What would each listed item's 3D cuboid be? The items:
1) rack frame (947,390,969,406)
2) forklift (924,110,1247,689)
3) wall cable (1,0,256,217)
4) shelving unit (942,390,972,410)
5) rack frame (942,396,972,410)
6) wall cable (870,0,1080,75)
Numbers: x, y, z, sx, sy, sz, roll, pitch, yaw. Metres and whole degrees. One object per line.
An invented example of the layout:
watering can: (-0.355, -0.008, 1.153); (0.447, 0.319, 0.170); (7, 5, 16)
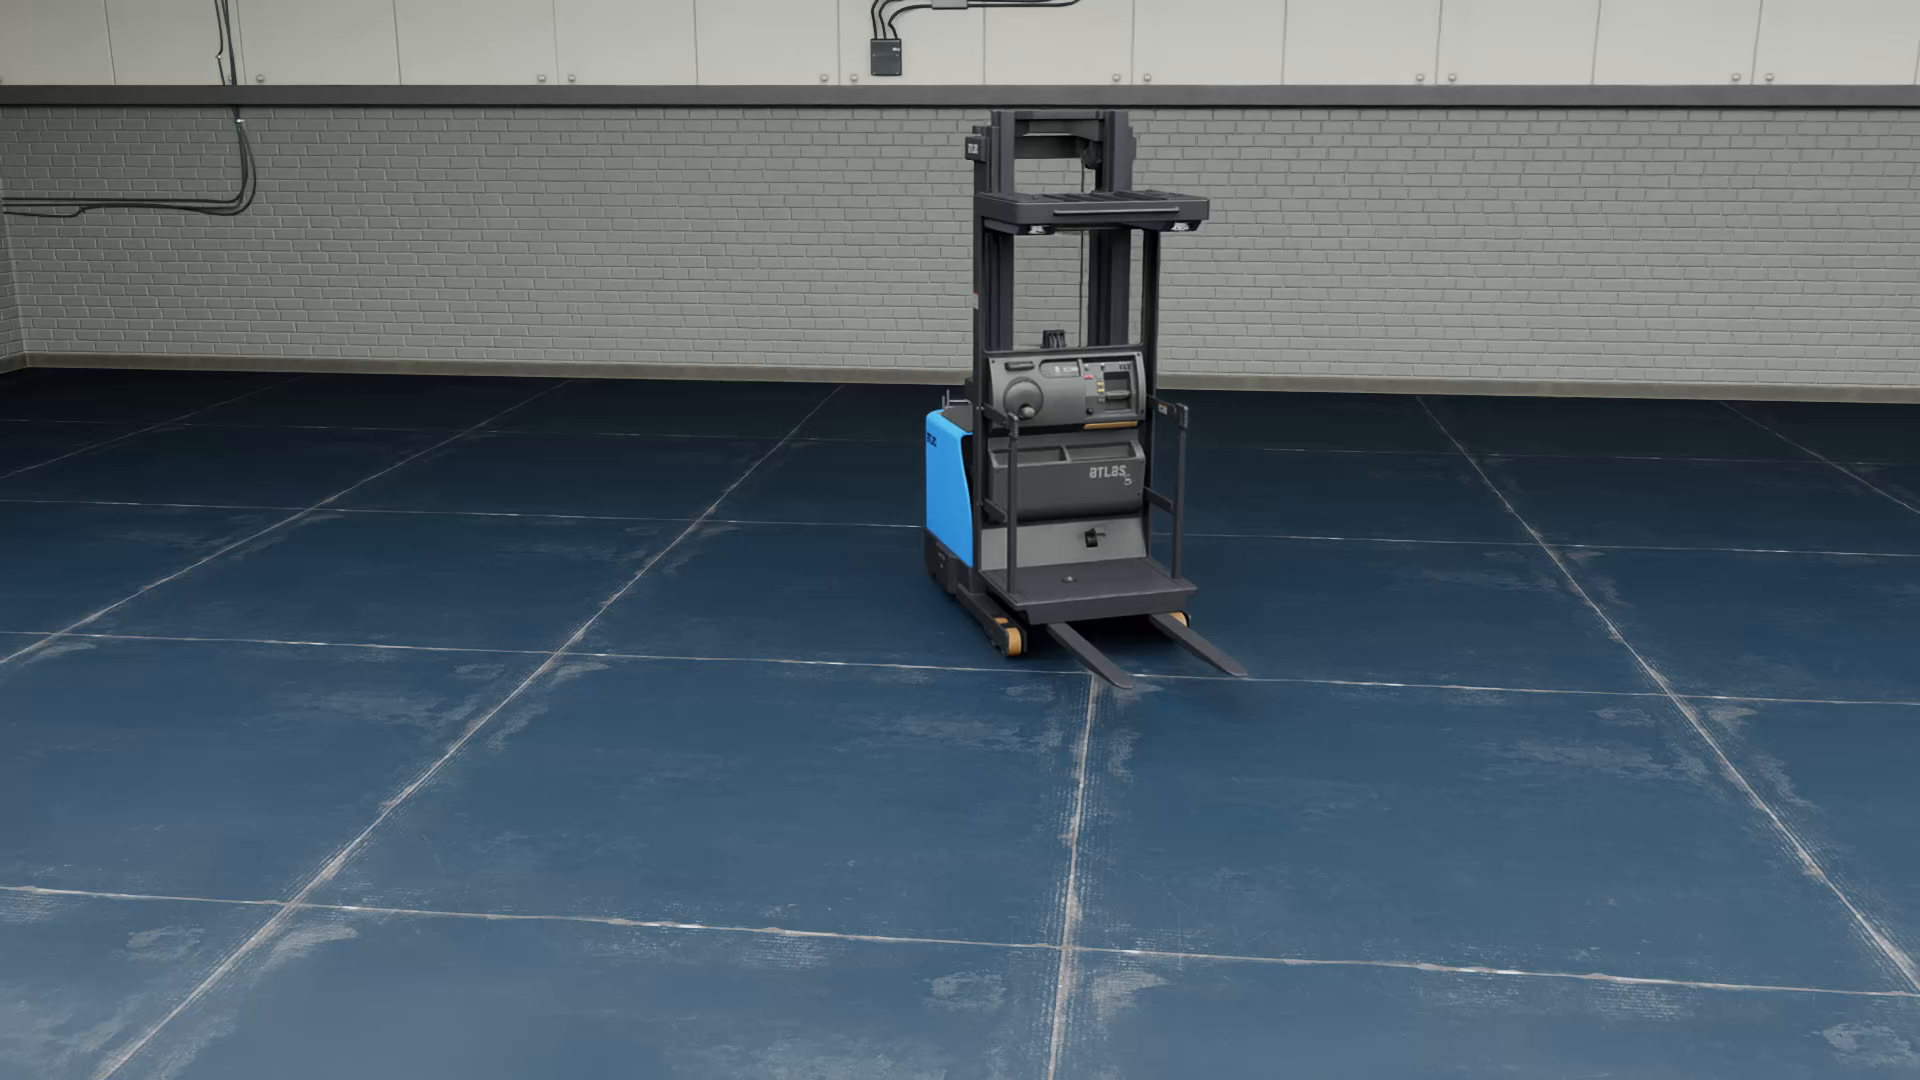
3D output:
rack frame: (0.008, -0.525, 11.591); (0.200, 1.050, 0.008); (2, 15, 6)
forklift: (0.680, -0.879, 9.296); (1.130, 2.935, 3.031); (-5, 16, -16)
wall cable: (-9.192, -4.767, 18.002); (3.097, 2.526, 0.112); (2, 15, 6)
shelving unit: (-0.006, -0.493, 11.474); (0.215, 1.050, 0.252); (2, 15, 6)
rack frame: (-0.020, -0.461, 11.357); (0.200, 1.050, 0.008); (2, 15, 6)
wall cable: (0.239, -7.624, 16.103); (2.305, 6.003, 0.169); (2, 15, 6)
